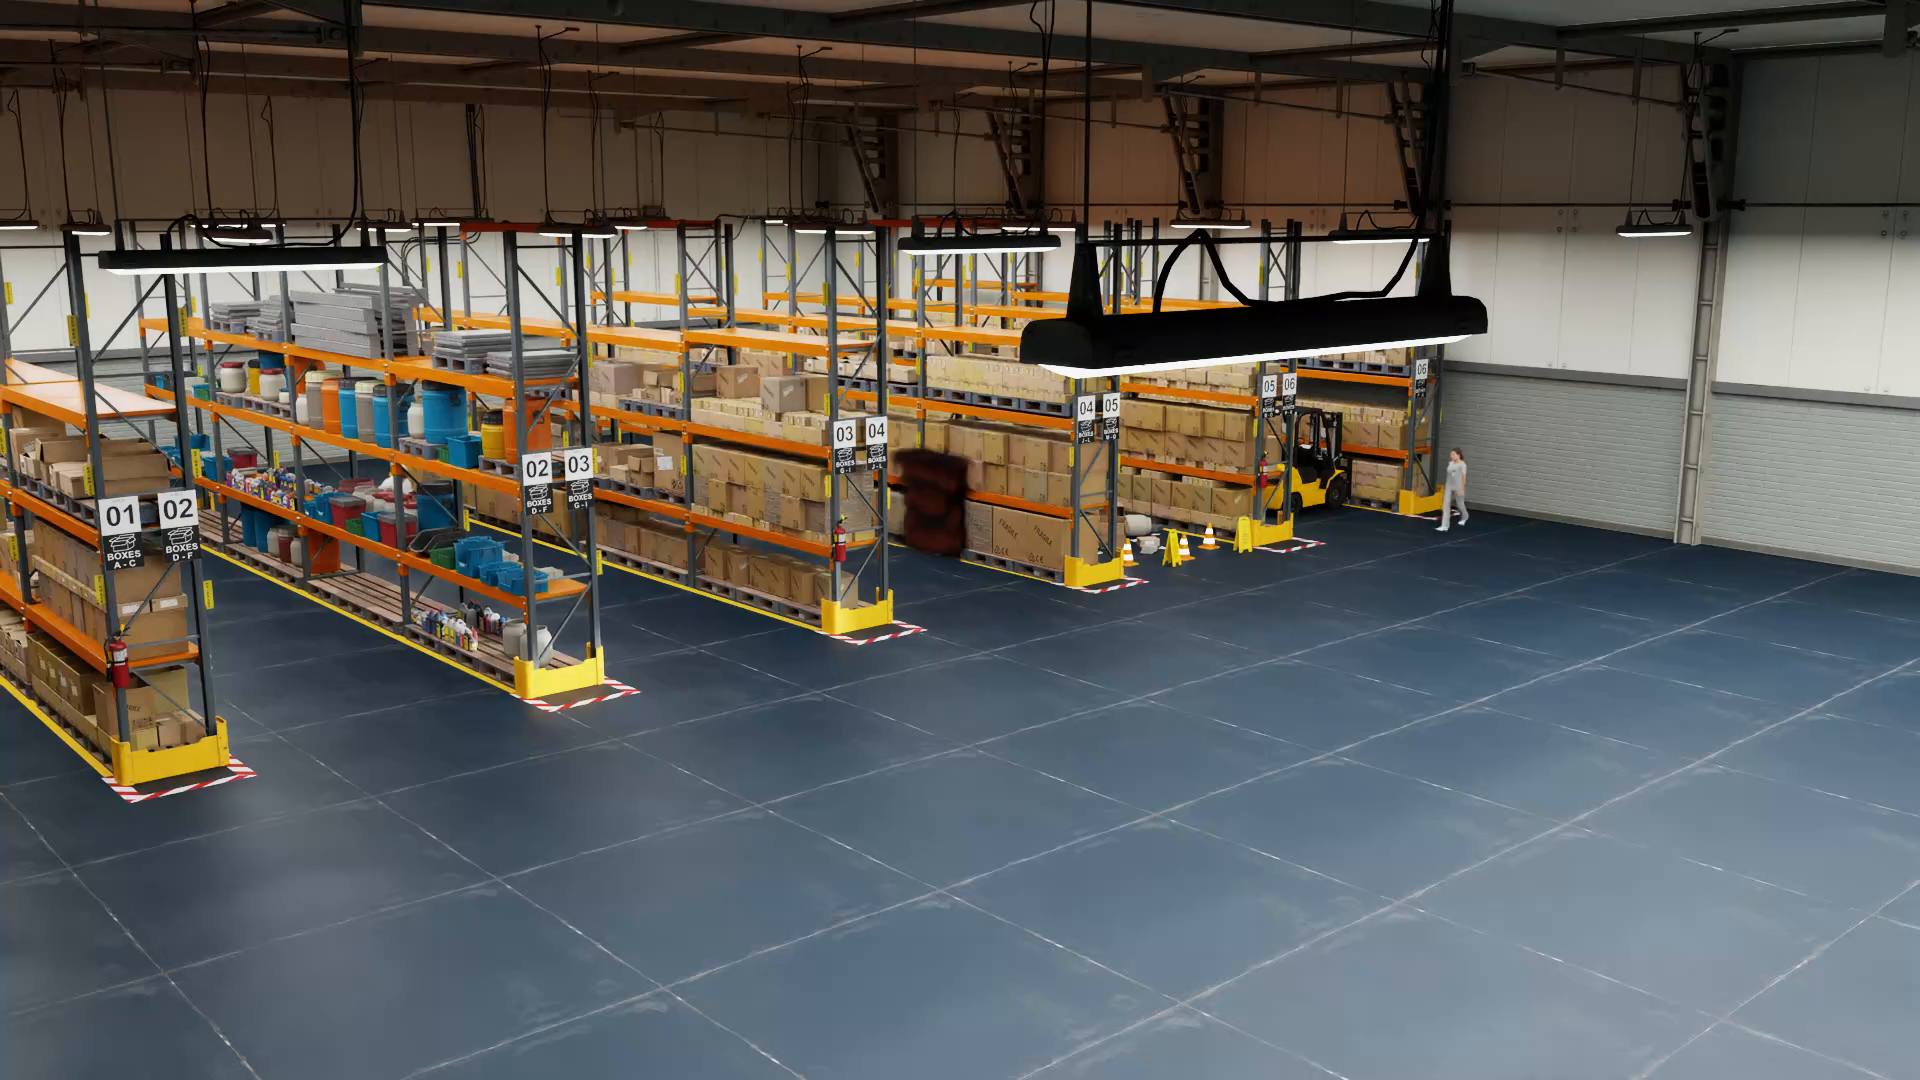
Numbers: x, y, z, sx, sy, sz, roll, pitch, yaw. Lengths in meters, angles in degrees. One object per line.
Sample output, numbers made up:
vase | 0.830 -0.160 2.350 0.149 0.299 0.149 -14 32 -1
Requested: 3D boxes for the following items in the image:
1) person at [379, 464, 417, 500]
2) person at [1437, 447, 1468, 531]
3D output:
person | -10.229 -0.545 30.281 0.778 1.740 0.992 -9 15 -39
person | 9.765 -1.014 32.735 0.430 1.644 0.987 8 14 34
